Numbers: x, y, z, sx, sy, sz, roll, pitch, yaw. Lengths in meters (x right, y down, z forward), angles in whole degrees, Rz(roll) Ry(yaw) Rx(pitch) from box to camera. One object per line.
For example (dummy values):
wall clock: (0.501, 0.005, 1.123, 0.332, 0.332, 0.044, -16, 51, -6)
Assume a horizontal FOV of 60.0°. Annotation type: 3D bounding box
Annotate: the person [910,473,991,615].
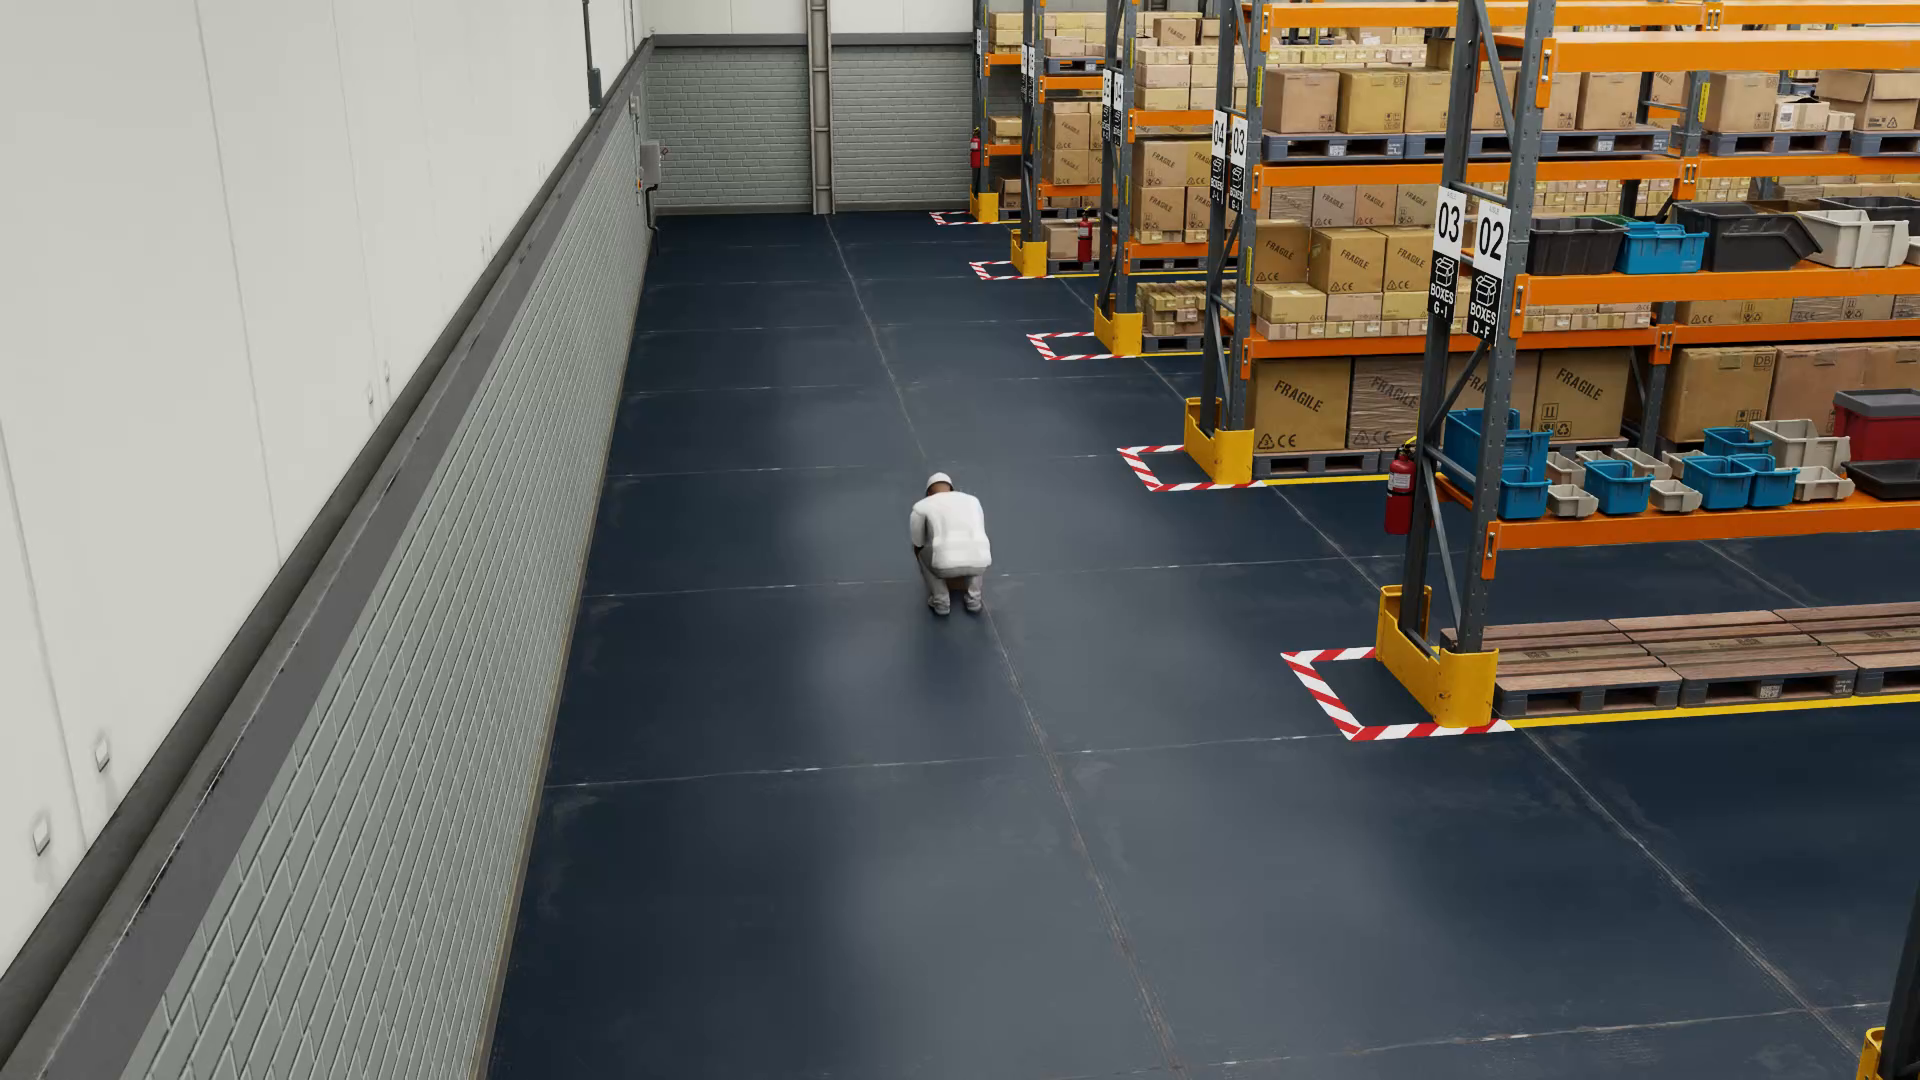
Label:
person: (-0.078, 0.036, 12.233, 0.559, 0.893, 0.896, -3, 20, -8)
